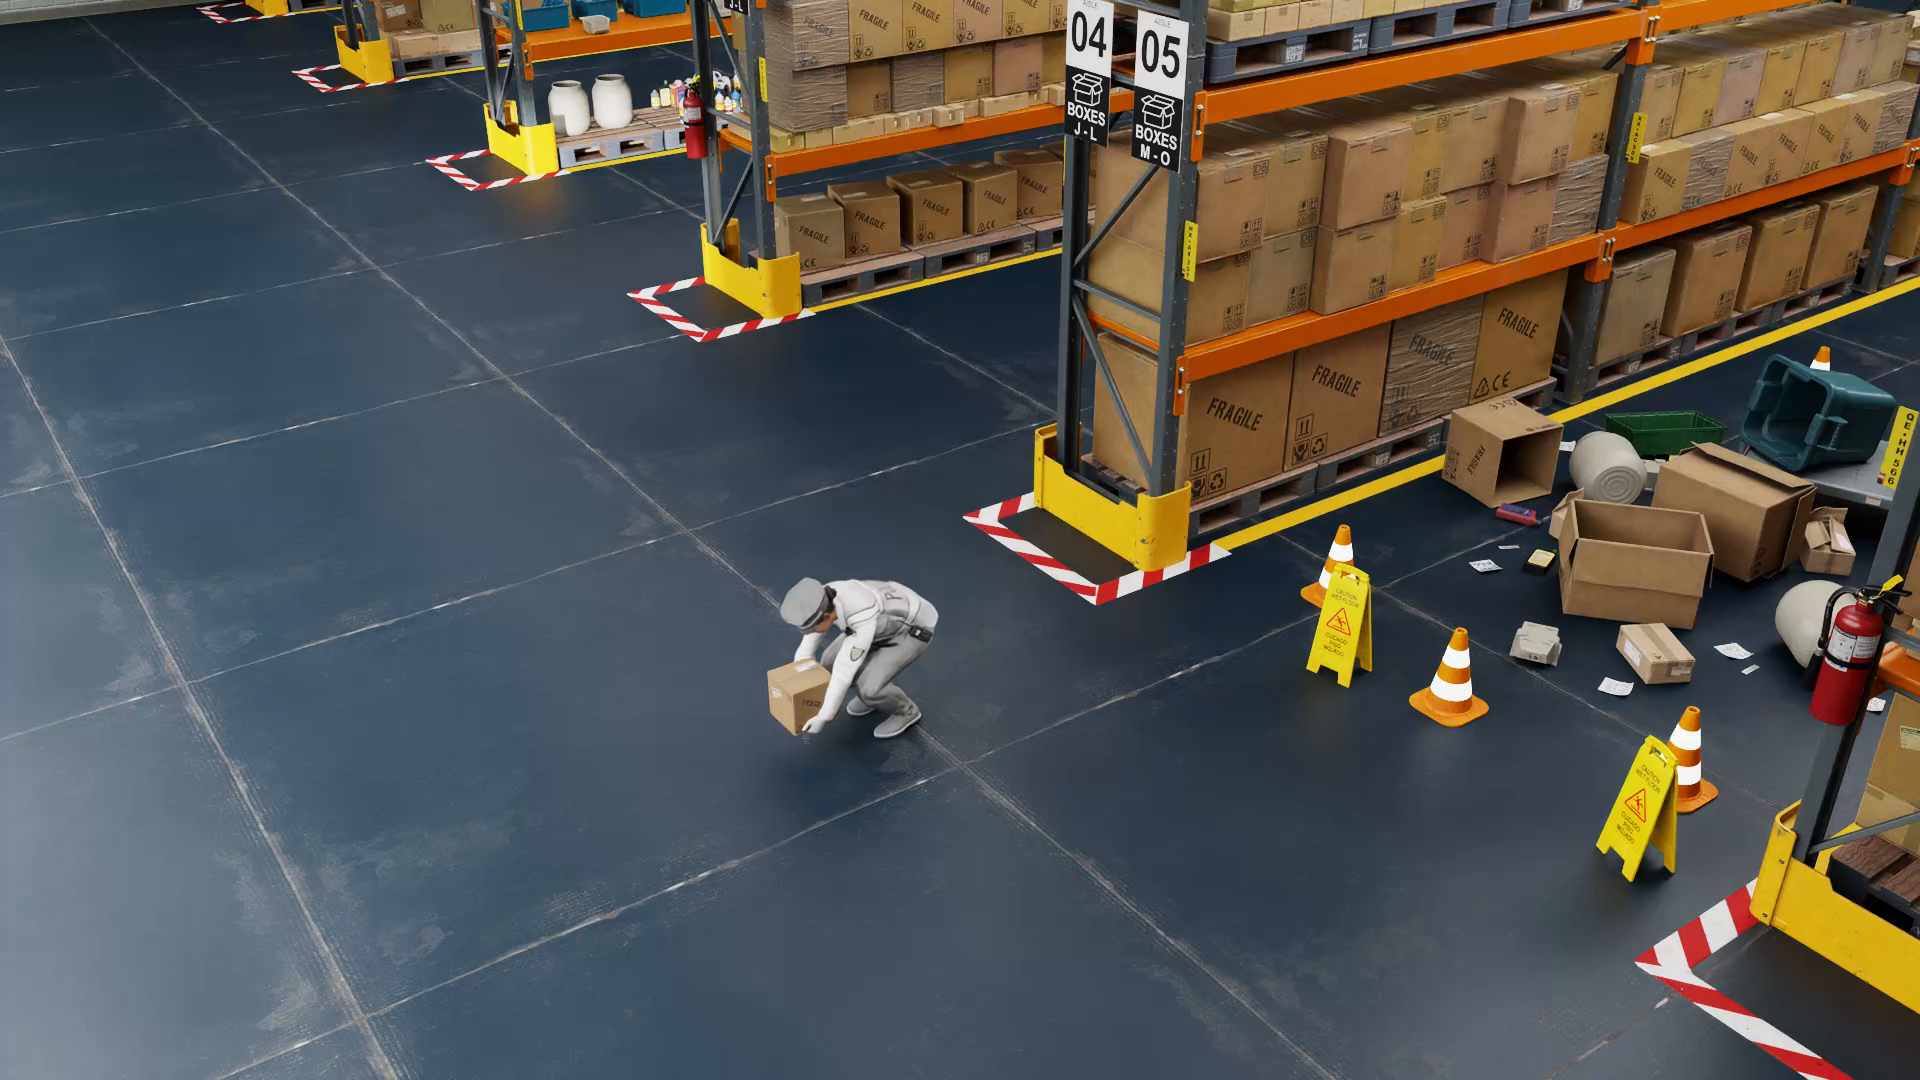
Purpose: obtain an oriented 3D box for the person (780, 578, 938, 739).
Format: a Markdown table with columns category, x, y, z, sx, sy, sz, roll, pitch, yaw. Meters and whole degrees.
| category | x | y | z | sx | sy | sz | roll | pitch | yaw |
| --- | --- | --- | --- | --- | --- | --- | --- | --- | --- |
| person | -0.510 | 0.543 | 8.358 | 0.869 | 0.979 | 0.460 | -20 | 34 | -32 |
